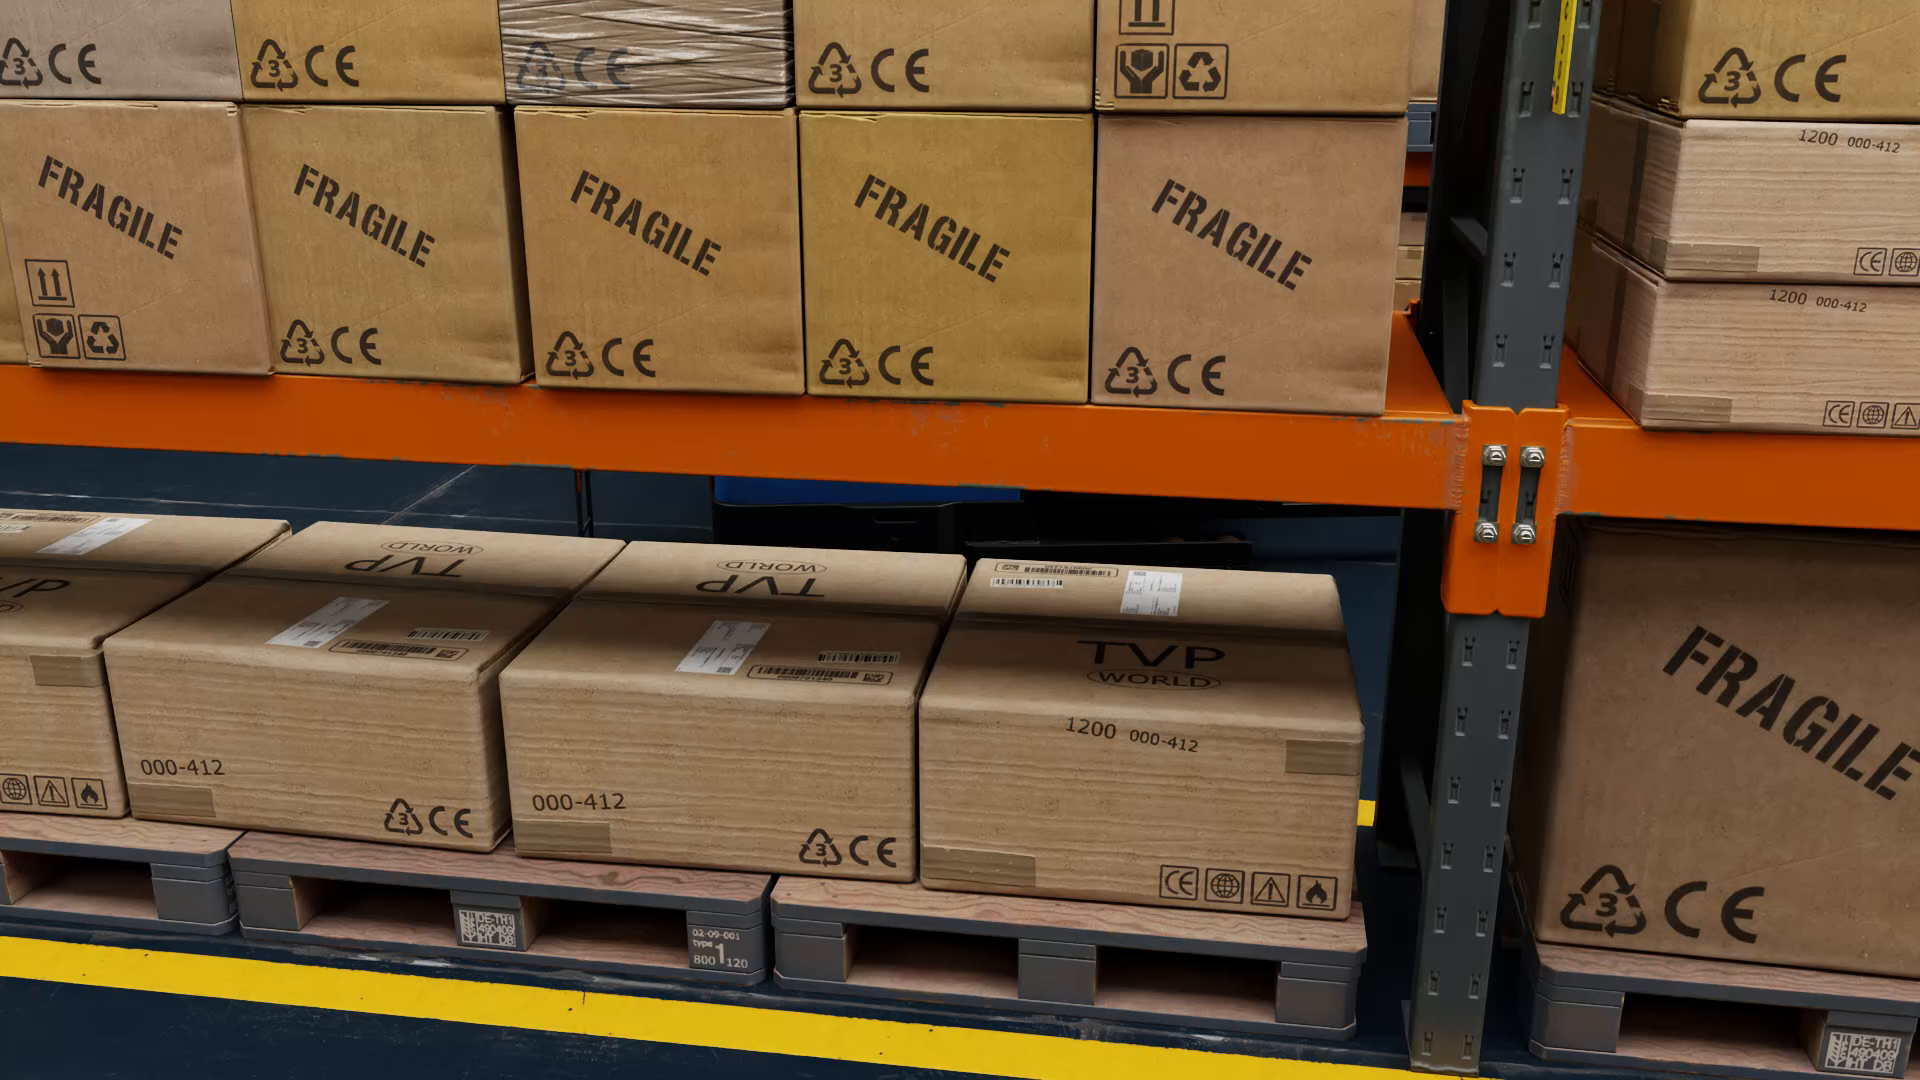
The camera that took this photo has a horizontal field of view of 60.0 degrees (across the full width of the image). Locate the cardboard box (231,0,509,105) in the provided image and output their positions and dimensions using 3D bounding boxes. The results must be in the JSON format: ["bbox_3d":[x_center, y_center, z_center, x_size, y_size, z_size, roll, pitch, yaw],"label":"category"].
[{"bbox_3d":[-0.992,-1.082,3.077,0.500,0.500,0.500,3,19,9],"label":"cardboard box"}]

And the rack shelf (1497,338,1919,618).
[{"bbox_3d":[2.989,-0.103,3.018,4.000,0.370,1.077,3,19,9],"label":"rack shelf"}]

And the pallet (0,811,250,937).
[{"bbox_3d":[-2.133,0.592,4.202,1.213,0.211,1.003,3,19,9],"label":"pallet"}]

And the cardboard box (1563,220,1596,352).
[{"bbox_3d":[1.498,-0.530,3.397,0.500,0.250,0.500,2,19,7],"label":"cardboard box"}]

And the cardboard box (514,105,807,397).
[{"bbox_3d":[-0.491,-0.581,3.153,0.500,0.500,0.500,3,19,8],"label":"cardboard box"}]

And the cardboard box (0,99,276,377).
[{"bbox_3d":[-1.503,-0.632,3.306,0.500,0.500,0.500,3,19,8],"label":"cardboard box"}]

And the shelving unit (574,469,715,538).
[{"bbox_3d":[-1.147,-0.542,6.032,0.503,1.200,0.258,-1,19,-3],"label":"shelving unit"}]

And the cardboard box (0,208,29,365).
[{"bbox_3d":[-2.002,-0.663,3.399,0.500,0.500,0.500,3,19,8],"label":"cardboard box"}]

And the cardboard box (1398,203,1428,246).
[{"bbox_3d":[2.120,-1.480,7.786,0.250,0.149,0.380,3,19,8],"label":"cardboard box"}]

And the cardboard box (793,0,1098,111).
[{"bbox_3d":[0.005,-1.032,2.926,0.500,0.500,0.500,3,19,8],"label":"cardboard box"}]

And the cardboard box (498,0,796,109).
[{"bbox_3d":[-0.499,-1.055,2.994,0.500,0.500,0.500,3,19,9],"label":"cardboard box"}]

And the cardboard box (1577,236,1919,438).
[{"bbox_3d":[1.407,-0.369,2.915,0.500,0.250,0.500,2,19,7],"label":"cardboard box"}]

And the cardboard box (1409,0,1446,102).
[{"bbox_3d":[2.241,-2.252,7.488,0.500,0.500,0.700,3,19,10],"label":"cardboard box"}]

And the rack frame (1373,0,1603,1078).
[{"bbox_3d":[1.015,-0.545,3.204,0.127,3.000,1.000,3,19,9],"label":"rack frame"}]

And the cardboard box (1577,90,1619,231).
[{"bbox_3d":[1.489,-0.765,3.310,0.500,0.250,0.500,3,19,9],"label":"cardboard box"}]

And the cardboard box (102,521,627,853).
[{"bbox_3d":[-1.362,0.315,4.011,0.875,0.438,0.875,3,19,10],"label":"cardboard box"}]

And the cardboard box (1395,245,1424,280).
[{"bbox_3d":[2.110,-1.320,7.777,0.250,0.149,0.380,4,19,11],"label":"cardboard box"}]

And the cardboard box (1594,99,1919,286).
[{"bbox_3d":[1.404,-0.600,2.819,0.500,0.250,0.500,2,19,7],"label":"cardboard box"}]

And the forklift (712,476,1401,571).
[{"bbox_3d":[0.629,-1.401,5.872,3.031,2.935,1.130,-1,19,-3],"label":"forklift"}]

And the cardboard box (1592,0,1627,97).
[{"bbox_3d":[1.496,-1.123,3.198,0.500,0.500,0.500,4,19,10],"label":"cardboard box"}]

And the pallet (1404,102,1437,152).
[{"bbox_3d":[2.570,-1.935,7.661,1.213,0.211,1.003,3,19,9],"label":"pallet"}]

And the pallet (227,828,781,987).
[{"bbox_3d":[-0.932,0.654,4.016,1.213,0.211,1.003,3,19,9],"label":"pallet"}]

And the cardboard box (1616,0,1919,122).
[{"bbox_3d":[1.404,-0.954,2.695,0.500,0.500,0.500,3,19,9],"label":"cardboard box"}]

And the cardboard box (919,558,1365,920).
[{"bbox_3d":[0.412,0.406,3.739,0.875,0.438,0.875,3,19,8],"label":"cardboard box"}]

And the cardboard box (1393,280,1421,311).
[{"bbox_3d":[2.240,-1.019,7.899,0.500,0.500,0.500,4,19,11],"label":"cardboard box"}]

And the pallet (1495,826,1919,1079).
[{"bbox_3d":[1.789,0.793,3.601,1.213,0.211,1.003,3,19,9],"label":"pallet"}]

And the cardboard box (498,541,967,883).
[{"bbox_3d":[-0.472,0.361,3.873,0.875,0.438,0.875,2,19,7],"label":"cardboard box"}]

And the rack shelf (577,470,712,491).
[{"bbox_3d":[-1.147,-0.290,6.116,0.480,0.148,0.258,-1,19,-3],"label":"rack shelf"}]

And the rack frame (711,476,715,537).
[{"bbox_3d":[-0.903,-0.546,6.045,0.015,1.200,0.240,-1,19,-3],"label":"rack frame"}]

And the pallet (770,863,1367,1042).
[{"bbox_3d":[0.276,0.715,3.835,1.213,0.211,1.003,3,19,9],"label":"pallet"}]

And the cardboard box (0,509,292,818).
[{"bbox_3d":[-2.267,0.272,4.140,0.875,0.438,0.875,2,19,7],"label":"cardboard box"}]

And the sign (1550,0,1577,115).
[{"bbox_3d":[0.928,-0.819,2.535,0.005,0.325,0.100,3,19,9],"label":"sign"}]

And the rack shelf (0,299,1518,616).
[{"bbox_3d":[-0.960,-0.304,3.619,4.000,0.370,1.077,3,19,9],"label":"rack shelf"}]

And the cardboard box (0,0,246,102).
[{"bbox_3d":[-1.485,-1.107,3.151,0.500,0.500,0.500,3,19,8],"label":"cardboard box"}]

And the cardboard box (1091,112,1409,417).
[{"bbox_3d":[0.516,-0.536,3.019,0.500,0.500,0.500,3,19,9],"label":"cardboard box"}]

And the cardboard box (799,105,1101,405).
[{"bbox_3d":[0.007,-0.560,3.091,0.500,0.500,0.500,2,19,7],"label":"cardboard box"}]

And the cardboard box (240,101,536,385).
[{"bbox_3d":[-1.006,-0.612,3.246,0.500,0.500,0.500,4,19,10],"label":"cardboard box"}]

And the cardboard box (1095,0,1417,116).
[{"bbox_3d":[0.505,-1.004,2.842,0.500,0.500,0.500,3,19,8],"label":"cardboard box"}]

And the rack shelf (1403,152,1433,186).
[{"bbox_3d":[3.773,-1.658,7.666,4.000,0.370,1.077,3,19,9],"label":"rack shelf"}]

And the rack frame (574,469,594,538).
[{"bbox_3d":[-1.391,-0.537,6.018,0.015,1.200,0.240,-1,19,-3],"label":"rack frame"}]

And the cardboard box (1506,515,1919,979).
[{"bbox_3d":[1.640,0.270,3.457,0.875,0.875,0.875,4,19,10],"label":"cardboard box"}]
